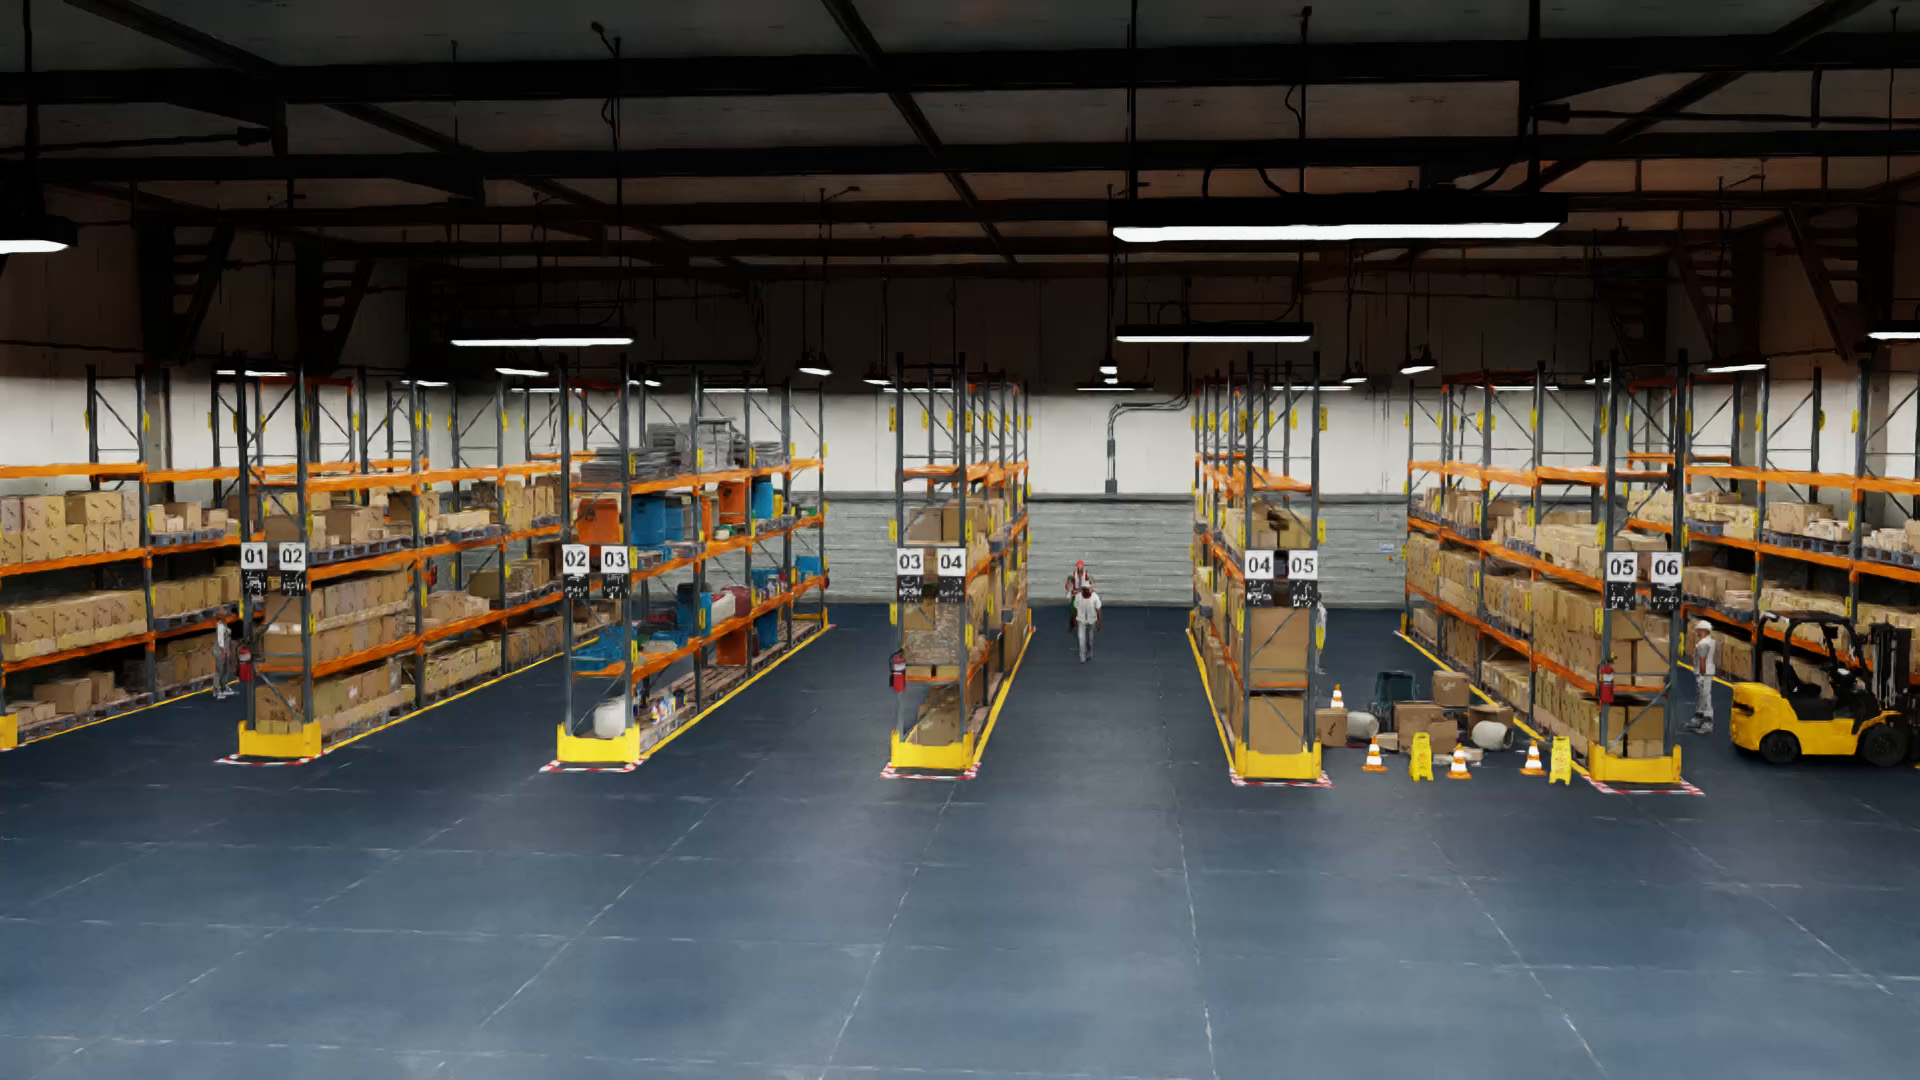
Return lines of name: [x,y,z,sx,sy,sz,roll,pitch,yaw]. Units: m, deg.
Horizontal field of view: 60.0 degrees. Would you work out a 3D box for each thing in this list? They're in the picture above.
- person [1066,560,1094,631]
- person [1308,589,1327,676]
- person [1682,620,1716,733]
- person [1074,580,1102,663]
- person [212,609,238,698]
person: [2.852,1.328,39.597,0.677,1.742,0.552,0,4,4]
person: [7.076,1.817,32.887,0.415,1.677,0.537,-2,5,-26]
person: [11.939,2.181,26.842,0.494,1.777,0.606,3,5,34]
person: [2.662,1.683,34.682,0.591,1.716,1.042,0,4,4]
person: [-13.365,2.044,30.191,0.420,1.602,0.506,-1,4,-19]
